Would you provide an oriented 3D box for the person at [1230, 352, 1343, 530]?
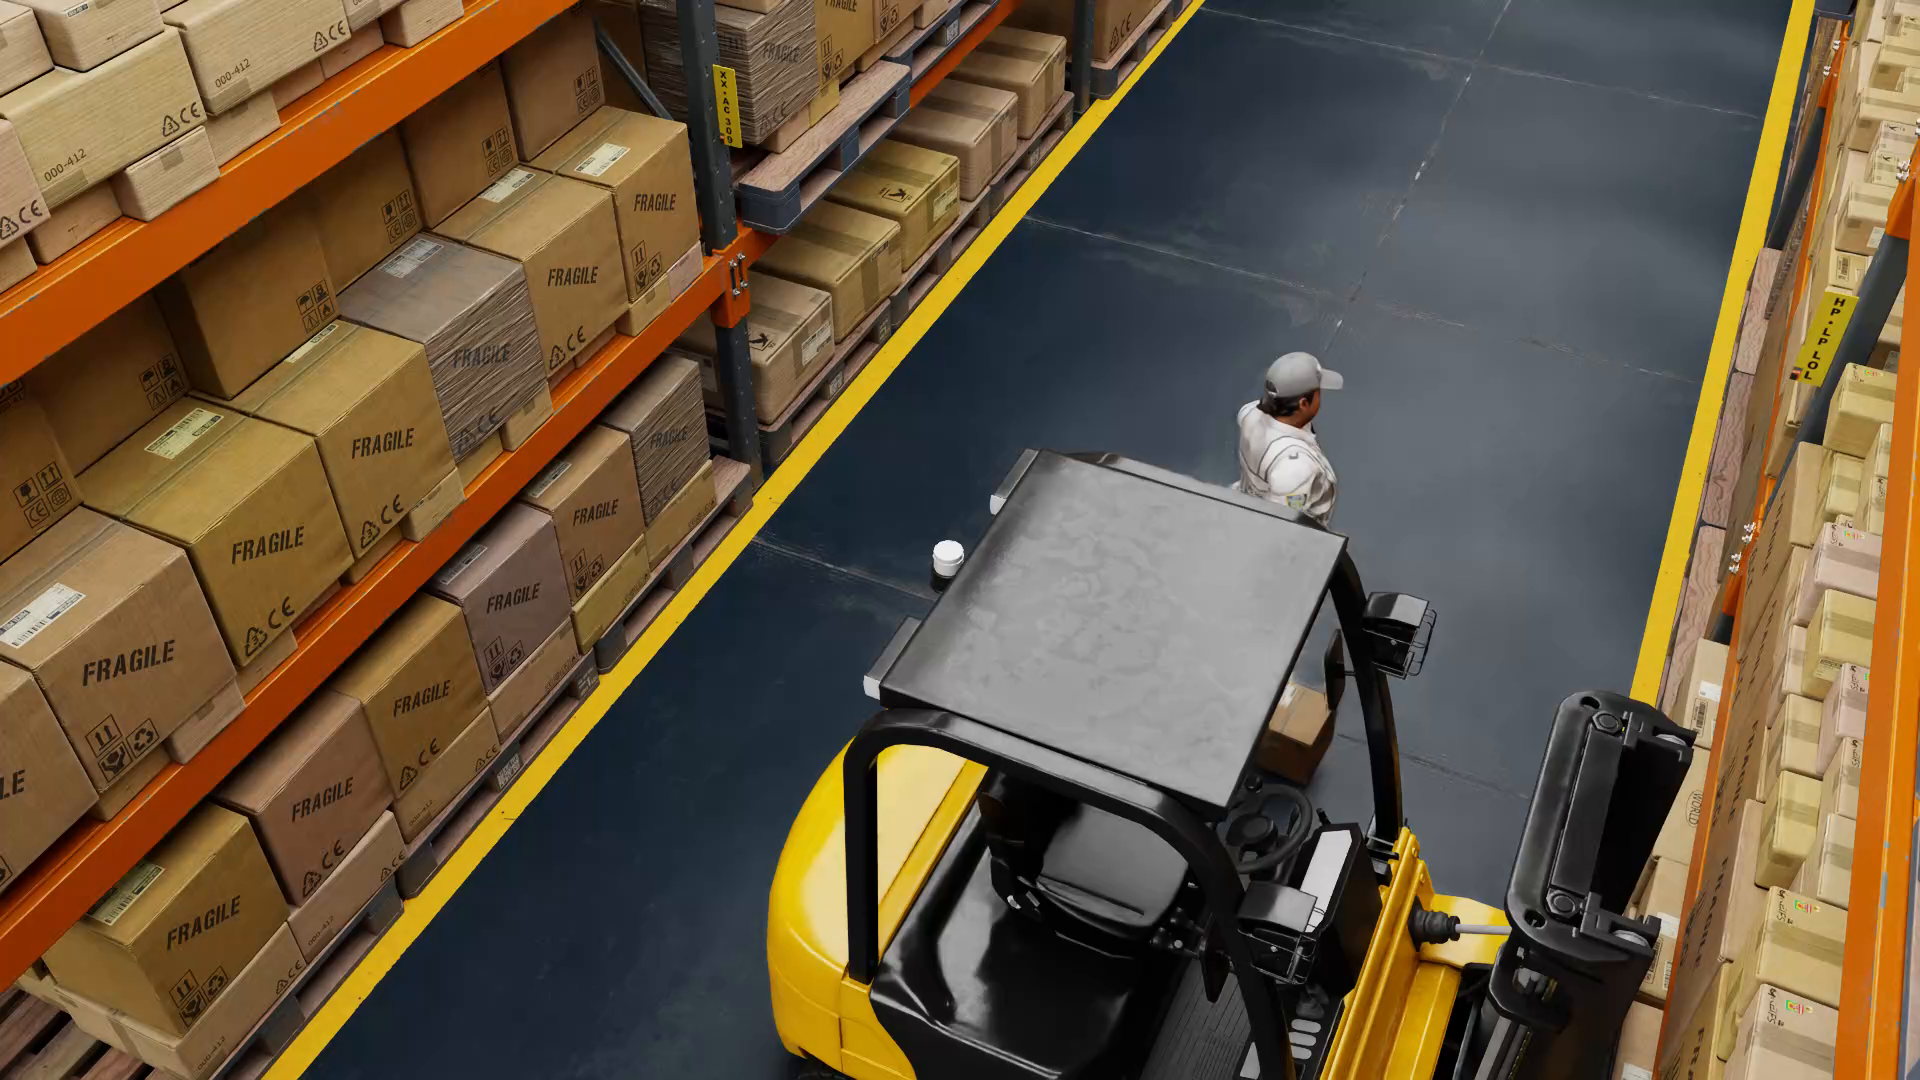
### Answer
[{"bbox_3d":[1.087,0.095,6.069,0.534,1.643,0.656,-3,42,-4],"label":"person"}]
